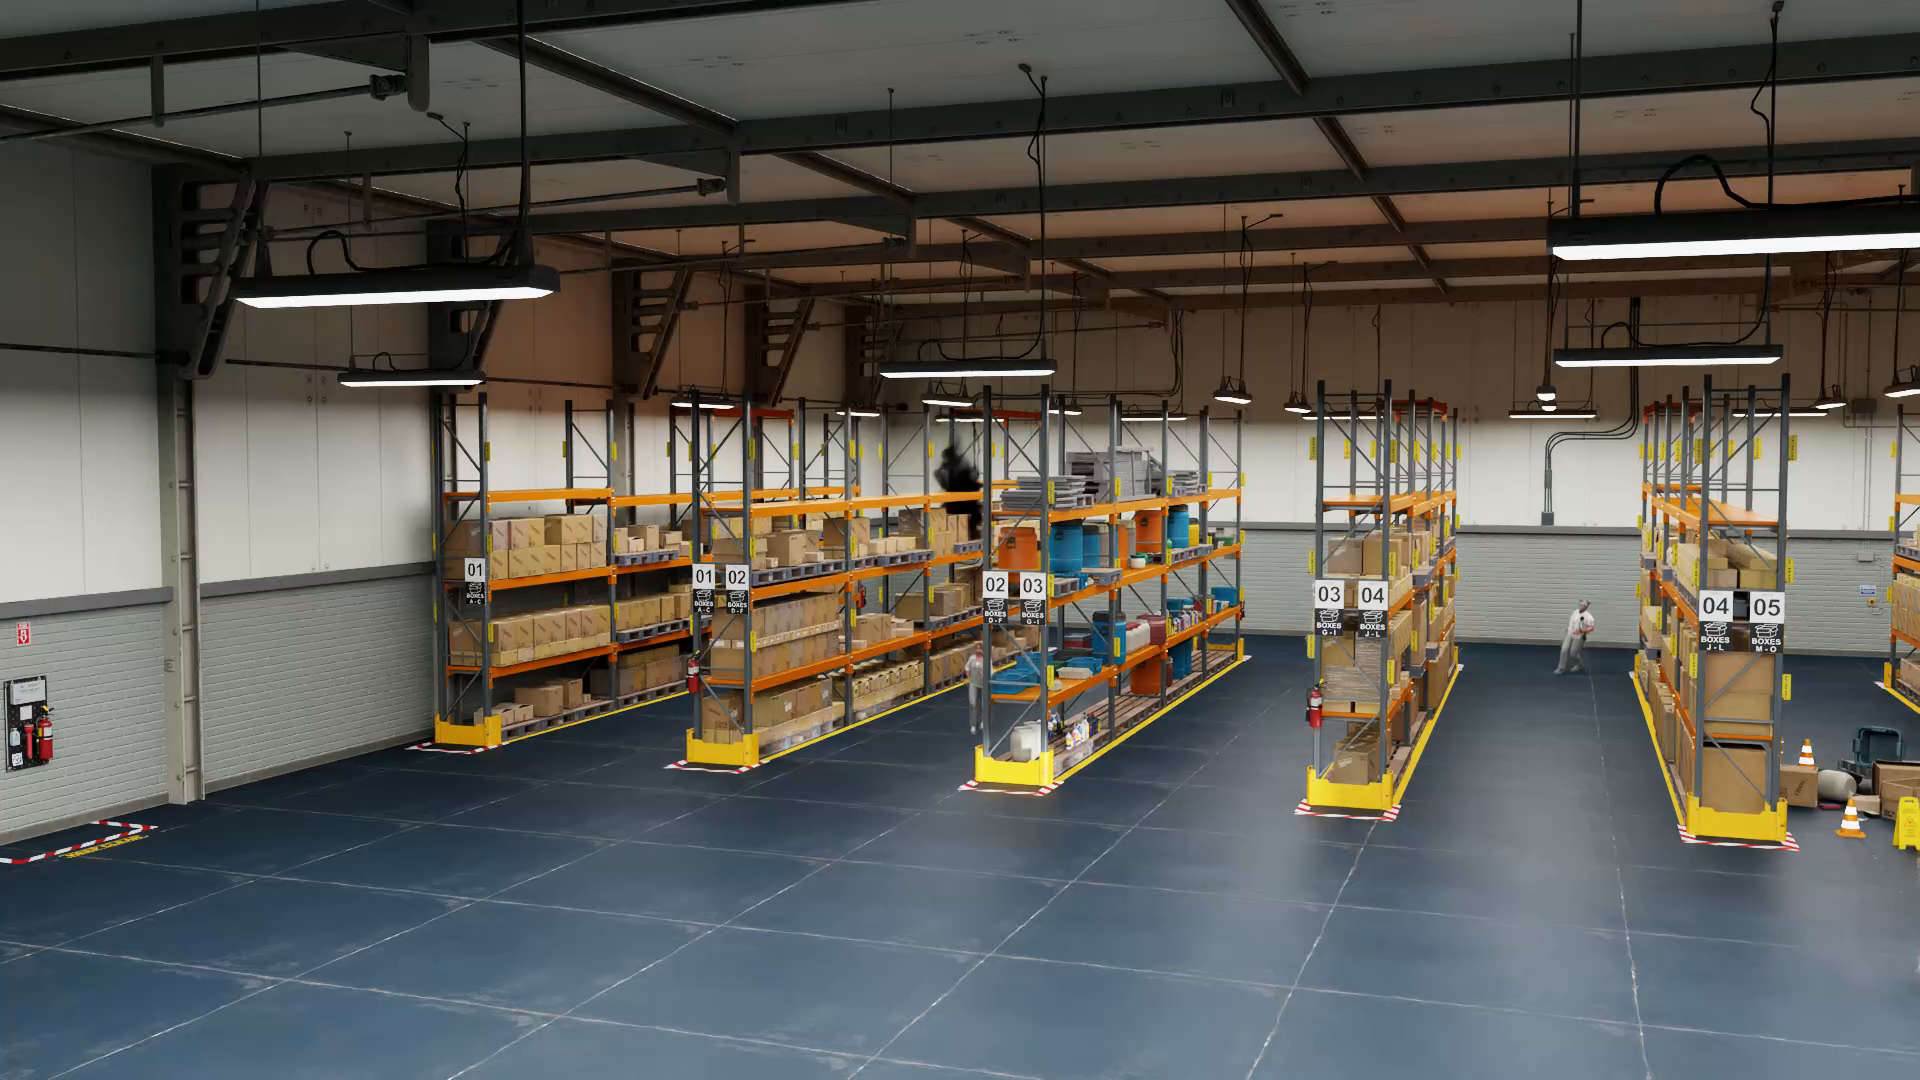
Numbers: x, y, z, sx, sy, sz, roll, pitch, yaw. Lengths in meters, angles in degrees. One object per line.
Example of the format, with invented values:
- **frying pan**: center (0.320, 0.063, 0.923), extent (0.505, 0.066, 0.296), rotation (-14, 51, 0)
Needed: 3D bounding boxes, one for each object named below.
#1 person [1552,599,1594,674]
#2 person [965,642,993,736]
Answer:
- **person**: center (13.838, 2.170, 37.287), extent (0.794, 1.710, 0.750), rotation (-2, 4, -33)
- **person**: center (0.330, 2.631, 29.486), extent (0.503, 1.644, 0.710), rotation (0, 3, 5)
